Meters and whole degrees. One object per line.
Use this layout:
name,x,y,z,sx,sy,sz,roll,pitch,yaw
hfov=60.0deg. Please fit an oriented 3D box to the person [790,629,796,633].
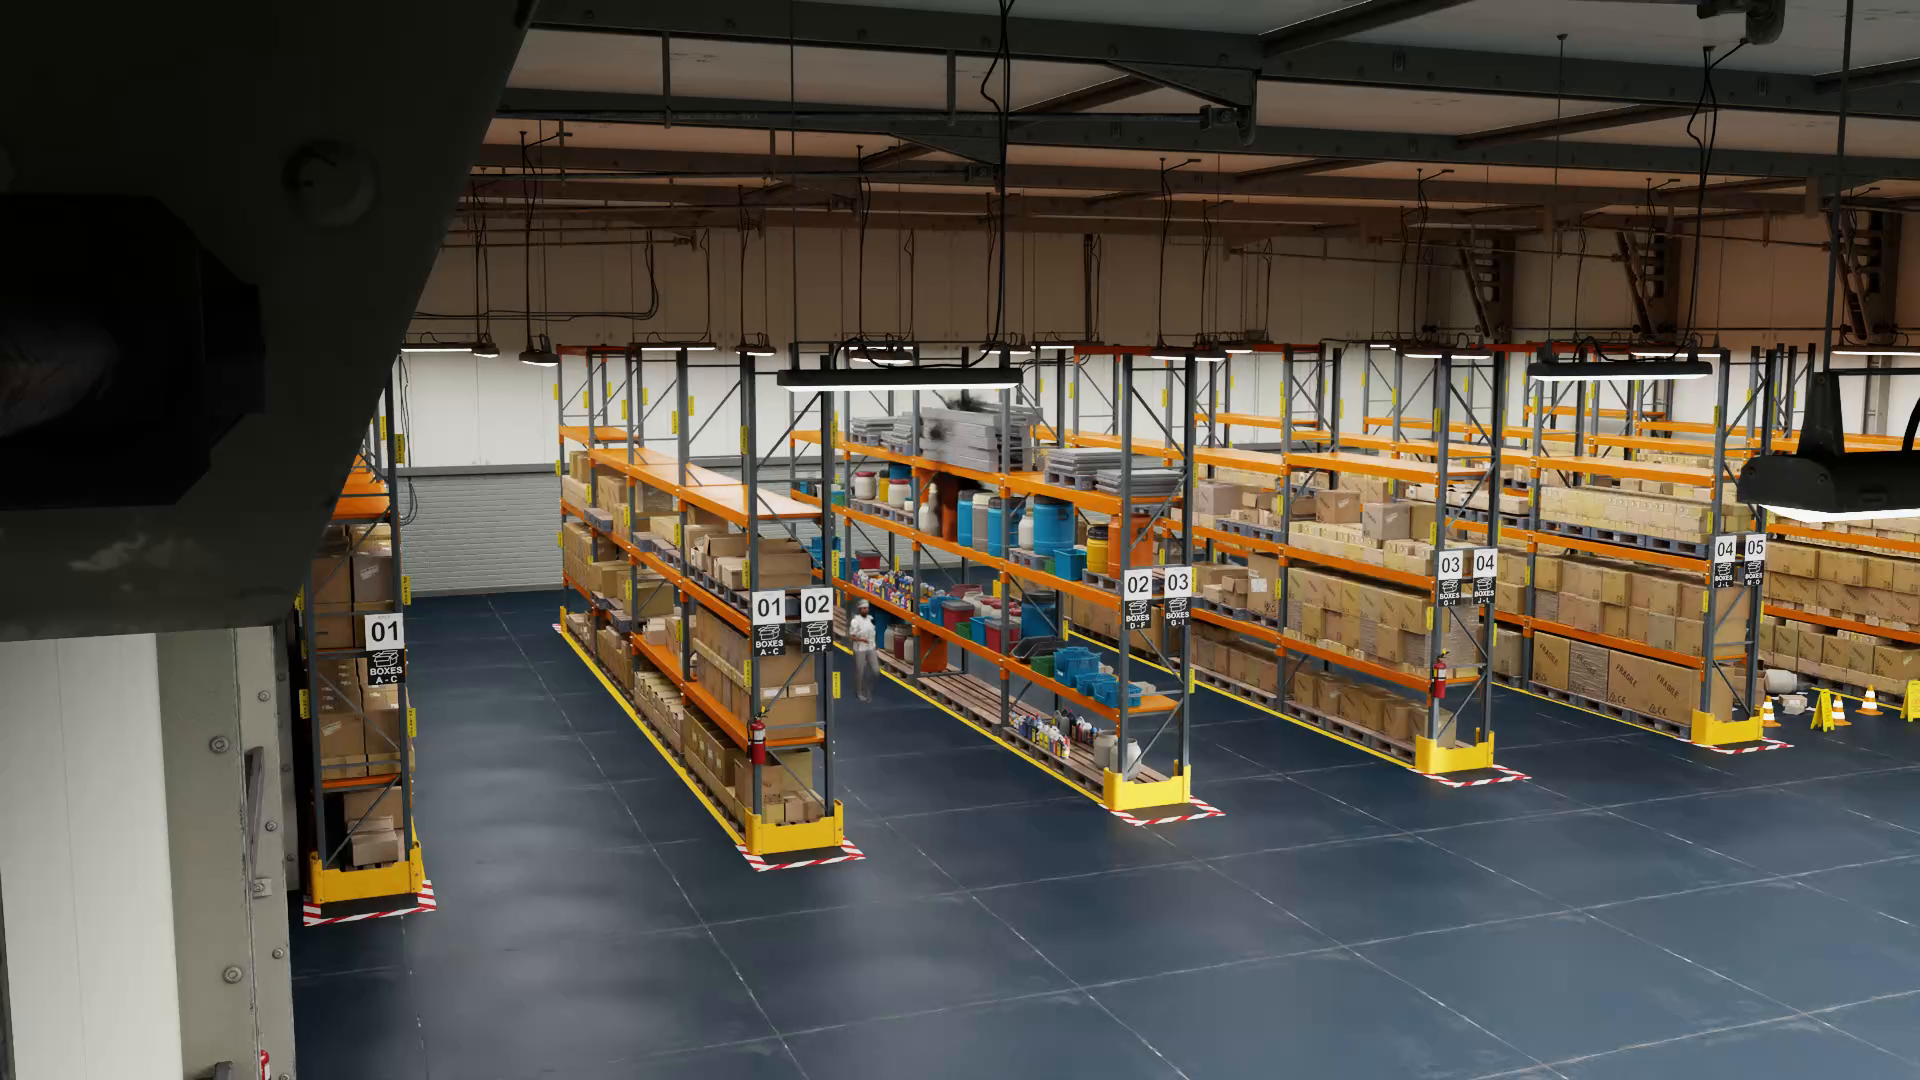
person,-3.115,1.480,29.789,0.607,1.596,0.507,-5,9,-35

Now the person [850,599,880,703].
person,-1.505,1.811,26.937,0.554,1.724,0.611,-4,9,-32

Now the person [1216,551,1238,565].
person,6.640,0.142,41.879,0.928,1.784,0.699,-2,8,-16
